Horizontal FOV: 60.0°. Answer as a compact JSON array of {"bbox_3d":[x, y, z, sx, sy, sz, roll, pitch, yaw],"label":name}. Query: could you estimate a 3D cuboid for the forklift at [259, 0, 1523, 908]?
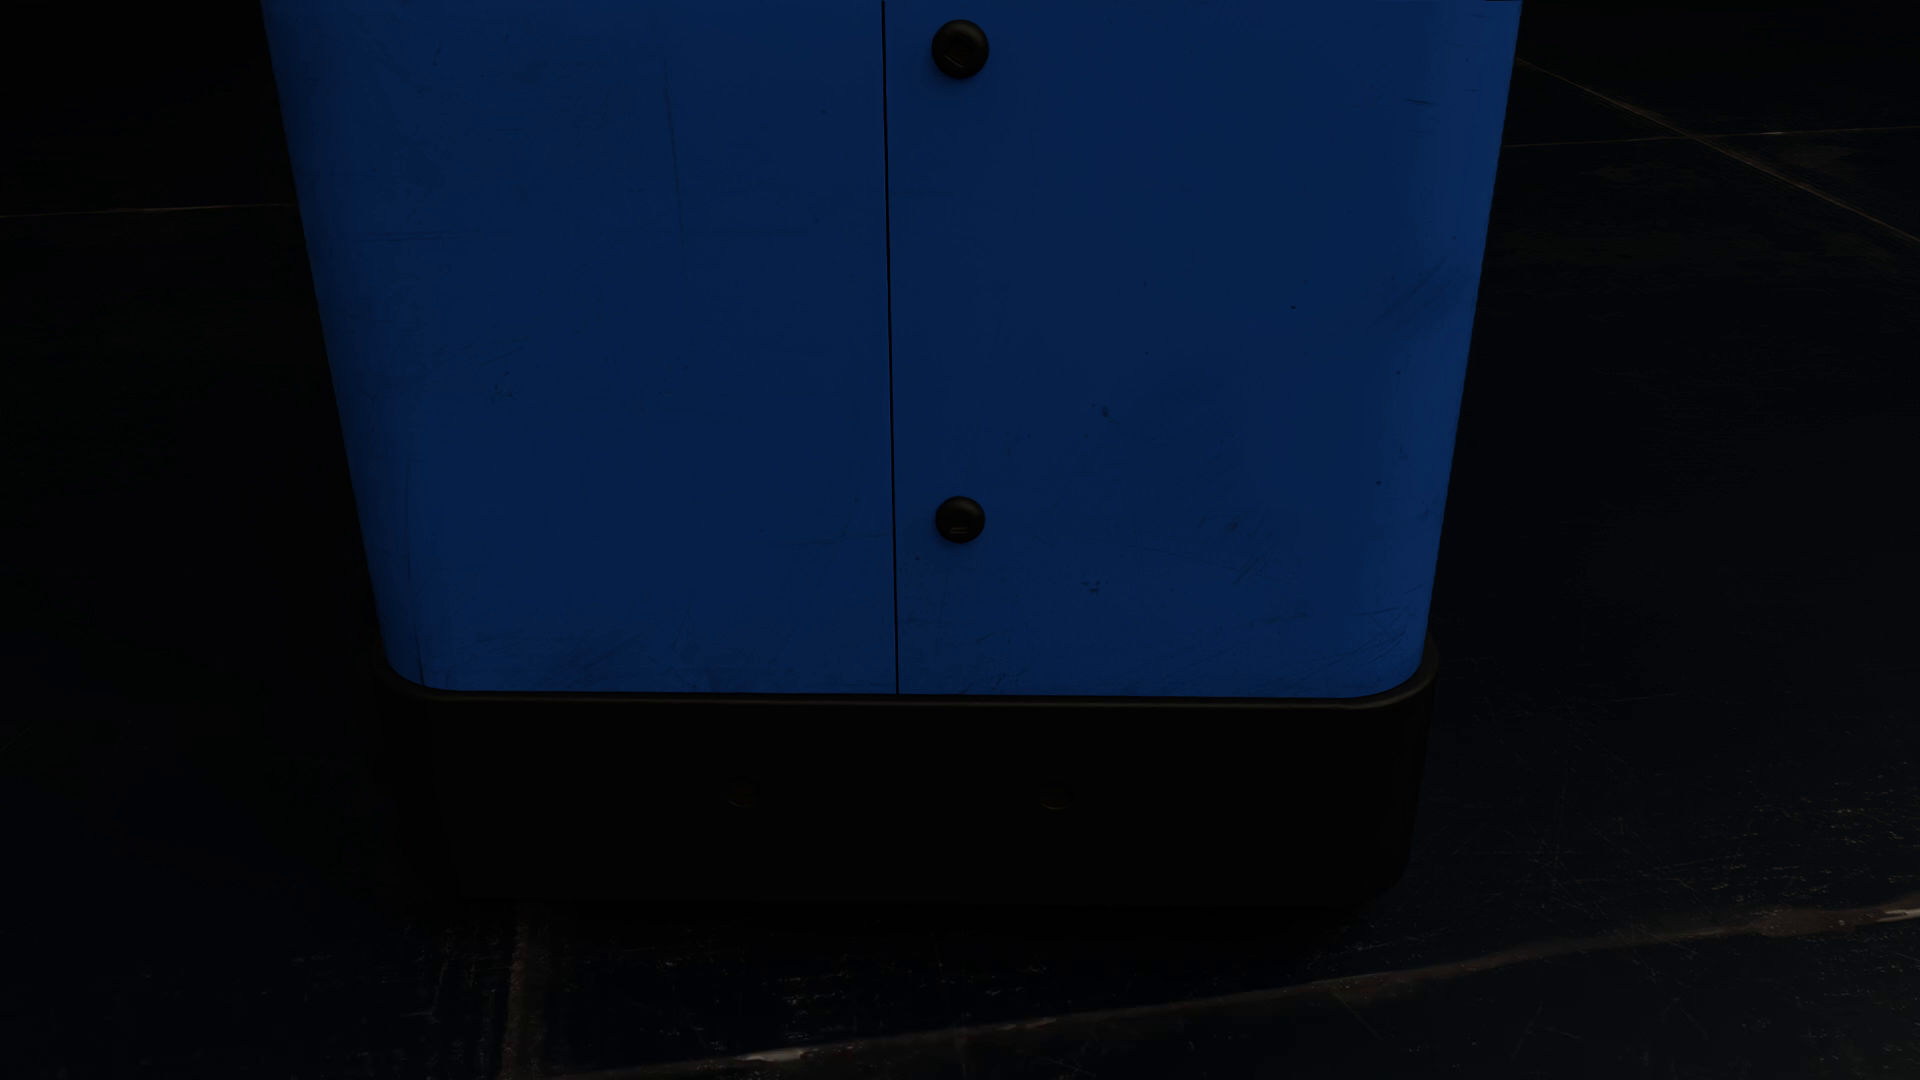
[{"bbox_3d":[-0.035,-1.577,2.345,1.130,2.935,3.031,0,28,1],"label":"forklift"}]
